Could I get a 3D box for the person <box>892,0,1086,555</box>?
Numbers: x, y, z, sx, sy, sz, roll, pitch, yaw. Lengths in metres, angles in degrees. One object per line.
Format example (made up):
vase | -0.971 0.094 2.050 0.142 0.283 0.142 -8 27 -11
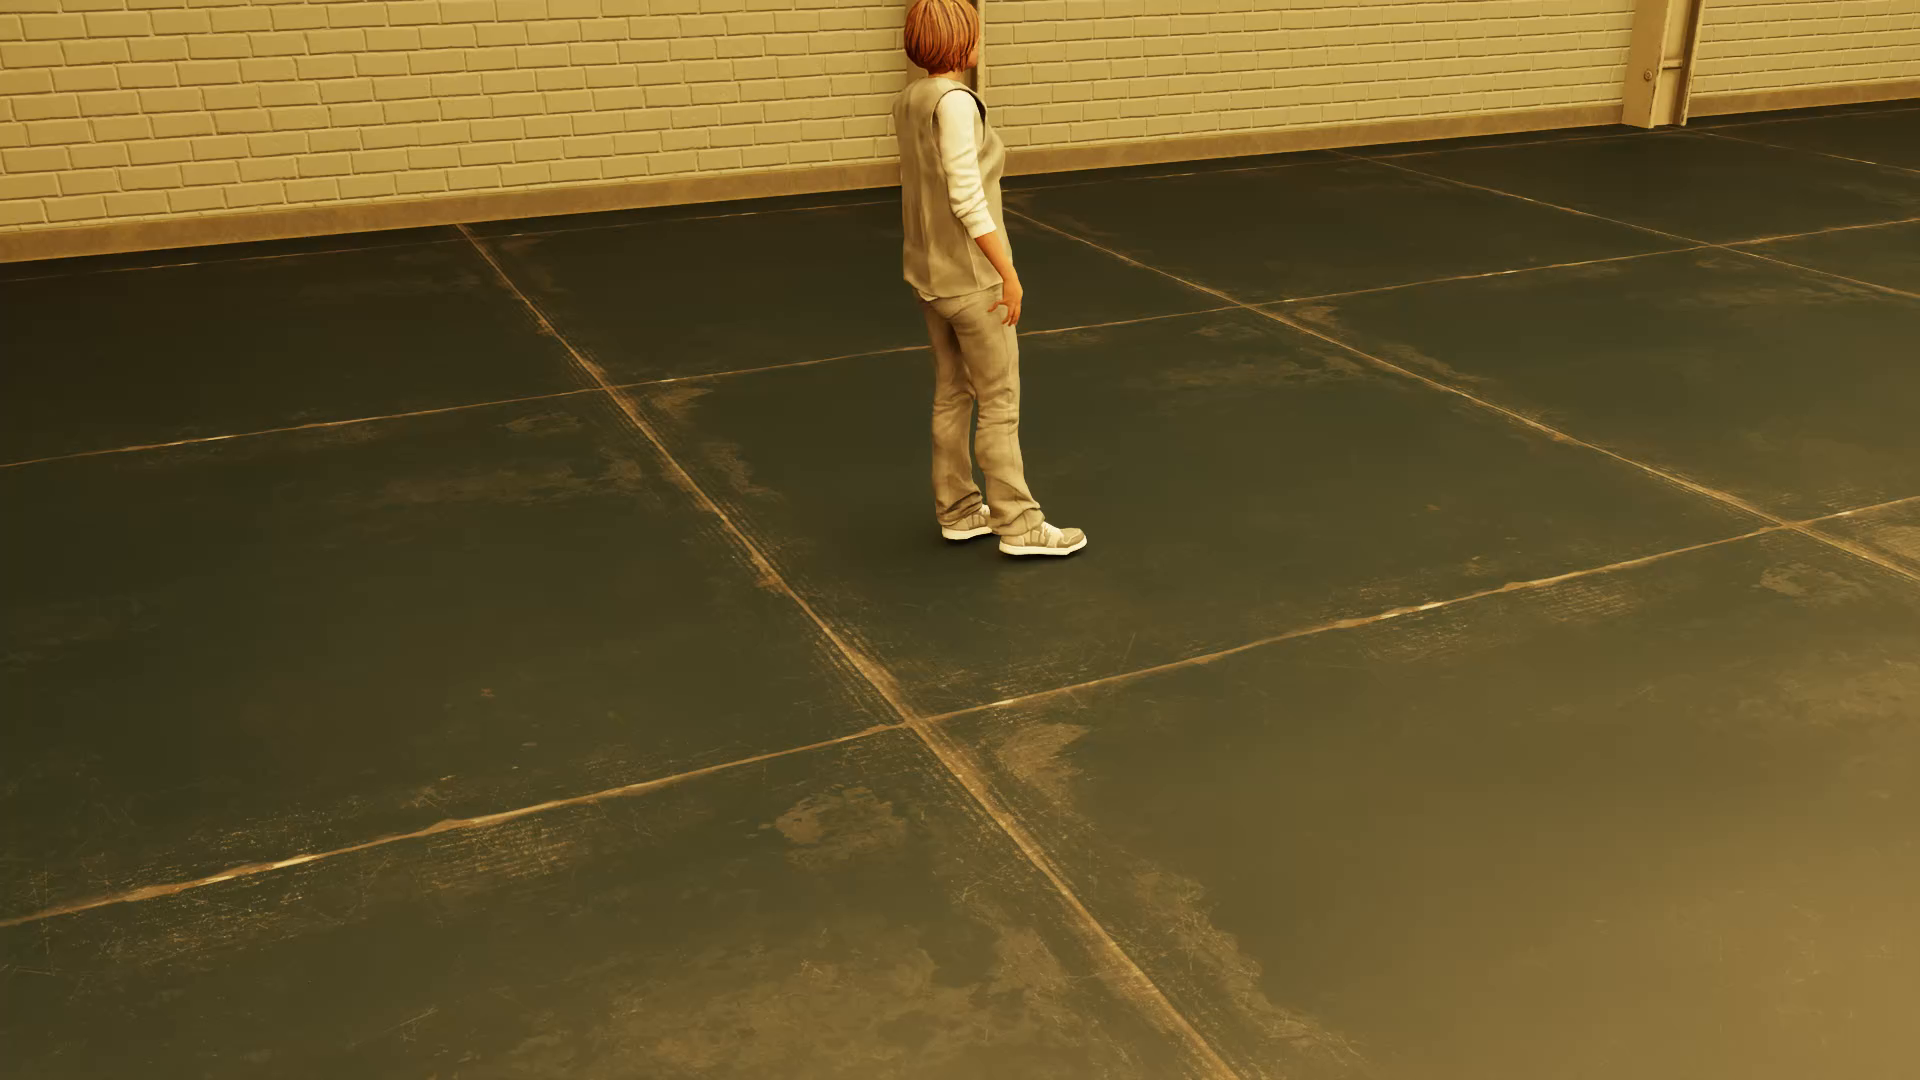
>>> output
person | 0.074 -0.752 4.815 0.473 1.599 0.520 -10 25 -23
